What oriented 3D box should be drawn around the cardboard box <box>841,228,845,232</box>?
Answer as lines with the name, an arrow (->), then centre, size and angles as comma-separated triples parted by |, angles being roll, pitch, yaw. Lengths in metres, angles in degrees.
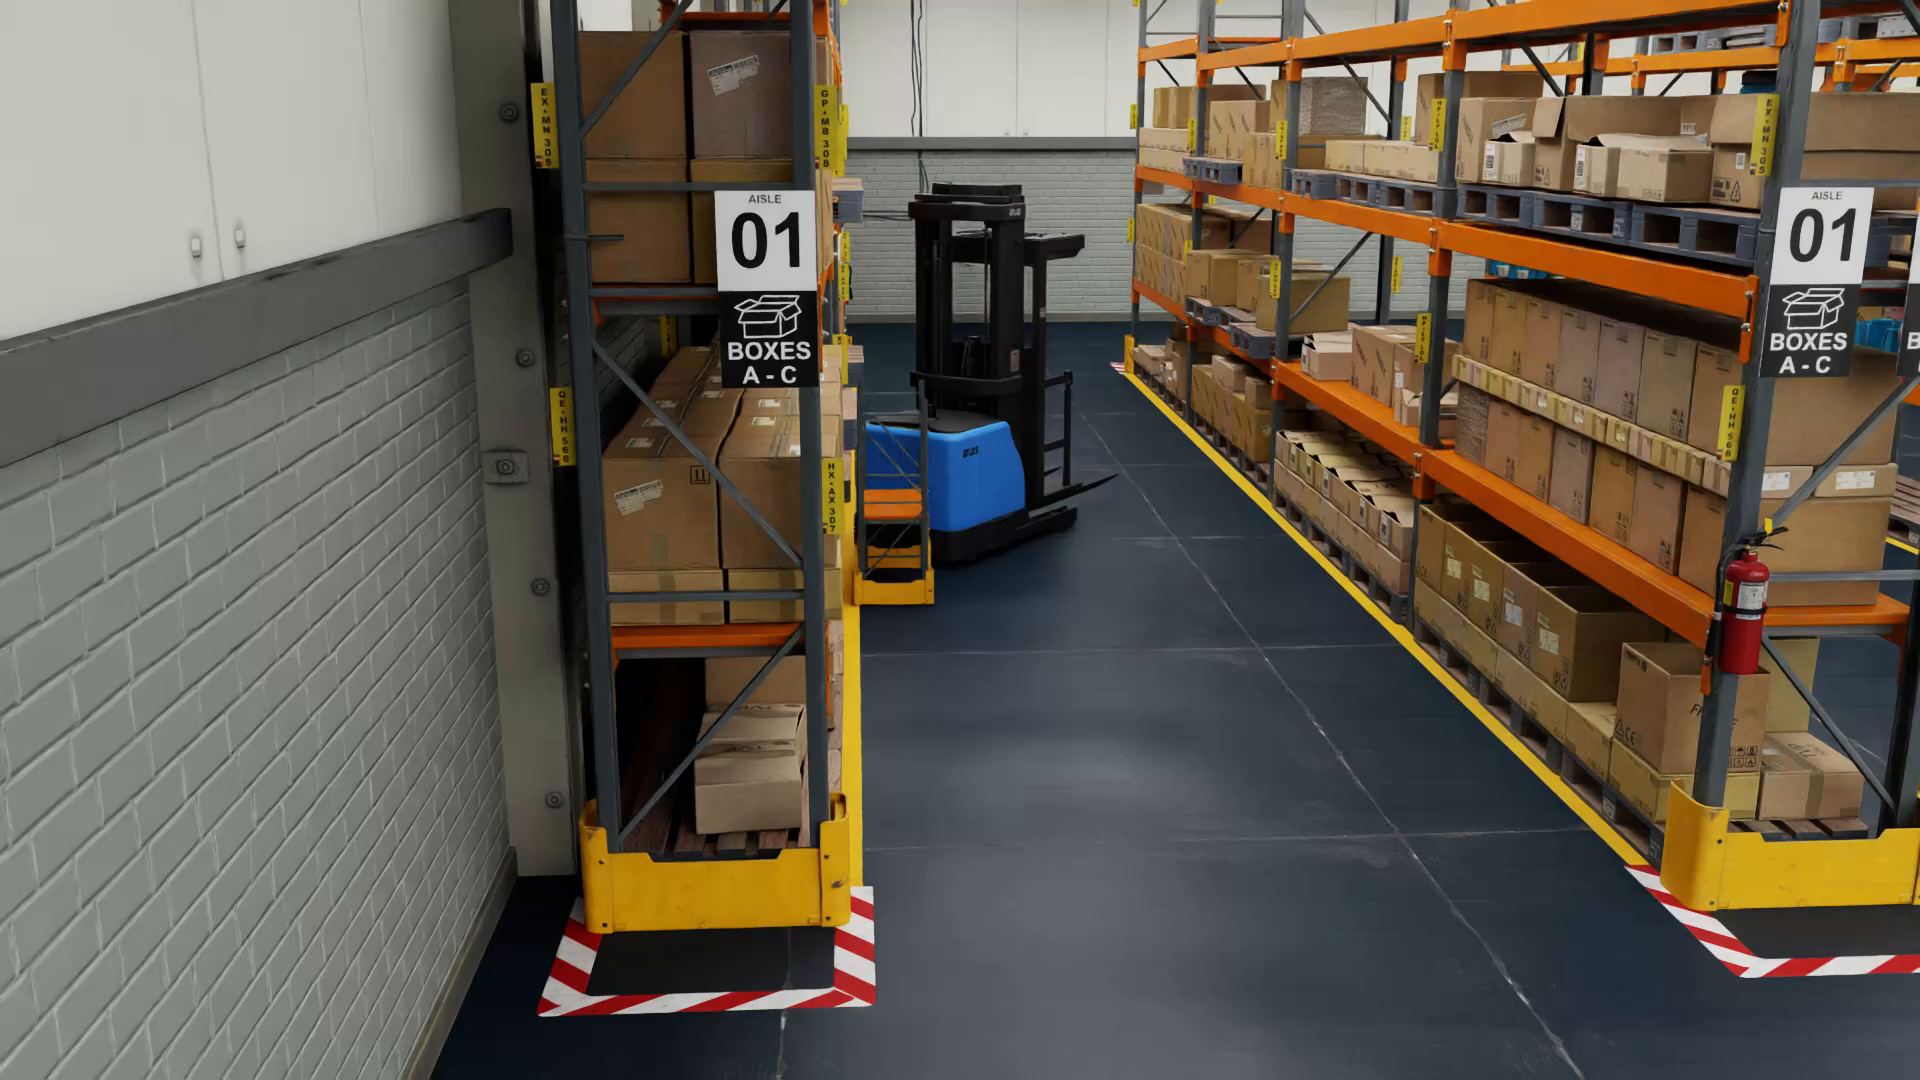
cardboard box -> -2.027, -3.753, 21.992 | 0.980, 0.700, 0.700 | 0, 14, -1

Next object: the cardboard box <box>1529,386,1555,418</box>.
cardboard box -> 3.526, -0.800, 9.614 | 0.380, 0.149, 0.250 | -1, 14, -5

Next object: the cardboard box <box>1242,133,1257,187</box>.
cardboard box -> 3.247, -3.688, 16.119 | 0.910, 0.500, 0.500 | -1, 14, -3

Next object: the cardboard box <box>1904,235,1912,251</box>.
cardboard box -> 12.592, -4.022, 21.838 | 0.500, 0.500, 0.500 | -1, 14, -5

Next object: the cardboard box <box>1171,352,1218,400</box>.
cardboard box -> 2.805, -1.957, 19.747 | 0.500, 0.500, 0.500 | -1, 14, -3

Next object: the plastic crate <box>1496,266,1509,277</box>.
plastic crate -> 7.443, -3.642, 22.569 | 0.250, 0.136, 0.298 | -1, 14, -3

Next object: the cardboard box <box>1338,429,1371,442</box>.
cardboard box -> 3.649, -0.839, 14.819 | 0.500, 0.311, 0.500 | -1, 14, -2

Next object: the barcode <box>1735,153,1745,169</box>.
barcode -> 3.367, -1.634, 7.174 | 0.001, 0.075, 0.075 | -1, 14, -3

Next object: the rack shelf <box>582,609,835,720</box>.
rack shelf -> -1.201, 0.095, 9.079 | 1.077, 0.370, 4.000 | -1, 14, -3

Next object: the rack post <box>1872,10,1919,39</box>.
rack post -> 8.355, -4.394, 12.643 | 1.013, 1.000, 3.121 | -1, 14, -3

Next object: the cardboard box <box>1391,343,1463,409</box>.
cardboard box -> 3.555, -1.198, 12.464 | 0.500, 0.500, 0.500 | 0, 14, 1

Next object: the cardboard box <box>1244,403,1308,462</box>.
cardboard box -> 3.079, -1.054, 16.237 | 0.500, 0.500, 0.500 | 0, 14, -1

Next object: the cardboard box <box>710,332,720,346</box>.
cardboard box -> -1.323, -1.139, 11.350 | 0.700, 0.500, 0.500 | -1, 14, -3

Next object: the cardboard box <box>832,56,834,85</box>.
cardboard box -> -0.979, -2.488, 9.410 | 0.500, 0.500, 0.500 | 0, 14, 0

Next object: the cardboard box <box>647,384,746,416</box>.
cardboard box -> -1.407, -0.549, 8.896 | 0.500, 0.500, 0.500 | -1, 14, -3

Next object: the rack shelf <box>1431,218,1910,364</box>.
rack shelf -> 3.743, -1.435, 9.007 | 1.077, 0.370, 4.000 | -1, 14, -3

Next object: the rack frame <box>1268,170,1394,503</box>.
rack frame -> 3.371, -1.823, 15.090 | 1.000, 3.000, 0.127 | -1, 14, -3

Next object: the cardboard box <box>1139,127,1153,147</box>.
cardboard box -> 2.647, -5.303, 21.893 | 0.500, 0.250, 0.500 | -1, 14, -3

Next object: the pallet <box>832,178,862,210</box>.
pallet -> -1.324, -2.525, 12.178 | 1.213, 0.211, 1.003 | -1, 14, -3

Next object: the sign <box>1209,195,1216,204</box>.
sign -> 3.431, -4.530, 22.653 | 0.100, 0.325, 0.005 | -1, 14, -3

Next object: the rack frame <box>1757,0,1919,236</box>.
rack frame -> 3.867, -2.738, 6.610 | 1.000, 3.000, 0.127 | -1, 14, -3

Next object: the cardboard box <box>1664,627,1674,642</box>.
cardboard box -> 3.979, 0.547, 9.052 | 0.500, 0.500, 0.500 | -1, 14, -3

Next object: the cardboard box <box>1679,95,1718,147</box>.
cardboard box -> 4.037, -2.023, 8.523 | 0.500, 0.500, 0.500 | -1, 14, -3

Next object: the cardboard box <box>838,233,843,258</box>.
cardboard box -> -1.536, -3.193, 18.074 | 0.500, 0.250, 0.500 | -1, 14, -2

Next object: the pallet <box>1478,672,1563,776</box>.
pallet -> 3.705, 1.025, 9.618 | 1.003, 0.211, 1.213 | -1, 14, -3

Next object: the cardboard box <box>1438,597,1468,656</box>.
cardboard box -> 3.371, 0.545, 10.564 | 0.500, 0.250, 0.500 | -1, 14, -3

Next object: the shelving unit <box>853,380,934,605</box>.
shelving unit -> -0.503, -0.385, 12.470 | 0.587, 1.500, 1.083 | -1, 13, -2

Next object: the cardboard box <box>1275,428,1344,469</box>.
cardboard box -> 3.110, -0.831, 14.787 | 0.500, 0.311, 0.500 | 0, 14, -2

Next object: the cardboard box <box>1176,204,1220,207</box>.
cardboard box -> 3.177, -4.238, 22.272 | 0.500, 0.500, 0.500 | -1, 14, -4

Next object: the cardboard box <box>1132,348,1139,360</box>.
cardboard box -> 2.558, -2.535, 22.698 | 0.380, 0.149, 0.250 | -1, 14, -3

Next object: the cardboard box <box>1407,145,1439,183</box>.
cardboard box -> 3.554, -2.701, 11.943 | 0.500, 0.250, 0.500 | -2, 15, -9

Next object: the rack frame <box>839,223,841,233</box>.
rack frame -> -1.821, -2.740, 18.656 | 1.000, 3.000, 0.127 | -1, 14, -3

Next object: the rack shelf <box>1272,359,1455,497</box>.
rack shelf -> 3.495, -0.977, 13.247 | 1.077, 0.370, 4.000 | -1, 14, -3

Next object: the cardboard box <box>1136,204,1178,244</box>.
cardboard box -> 2.640, -4.230, 22.241 | 0.500, 0.500, 0.500 | 0, 14, -2

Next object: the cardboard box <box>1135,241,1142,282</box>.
cardboard box -> 2.640, -3.746, 22.366 | 0.500, 0.500, 0.500 | -1, 14, -2

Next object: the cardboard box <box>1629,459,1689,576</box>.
cardboard box -> 3.813, -0.128, 8.304 | 0.700, 0.500, 0.500 | -1, 14, -2

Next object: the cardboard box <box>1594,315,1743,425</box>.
cardboard box -> 3.777, -0.895, 8.682 | 0.700, 0.500, 0.500 | -1, 14, -3

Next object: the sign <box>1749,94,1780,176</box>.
sign -> 3.324, -1.671, 6.864 | 0.100, 0.325, 0.005 | -1, 14, -3

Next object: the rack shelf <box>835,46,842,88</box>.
rack shelf -> -1.697, -4.606, 16.115 | 1.077, 0.370, 4.000 | -1, 14, -3

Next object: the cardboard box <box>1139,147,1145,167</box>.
cardboard box -> 2.654, -5.061, 21.956 | 0.500, 0.250, 0.500 | -1, 14, -3

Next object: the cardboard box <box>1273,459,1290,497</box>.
cardboard box -> 3.110, -0.560, 14.857 | 0.500, 0.250, 0.500 | -1, 14, -4

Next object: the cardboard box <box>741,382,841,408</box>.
cardboard box -> -0.897, -0.559, 8.935 | 0.500, 0.500, 0.500 | 0, 14, -2

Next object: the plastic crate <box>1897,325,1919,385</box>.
plastic crate -> 8.110, -1.523, 13.796 | 0.402, 0.464, 0.583 | -1, 14, -3

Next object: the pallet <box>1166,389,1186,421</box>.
pallet -> 3.082, -1.638, 19.968 | 1.003, 0.211, 1.213 | -1, 14, -3

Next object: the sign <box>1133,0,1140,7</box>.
sign -> 2.334, -7.200, 21.917 | 0.100, 0.325, 0.005 | -1, 14, -3

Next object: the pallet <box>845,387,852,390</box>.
pallet -> -1.868, -1.884, 20.925 | 1.003, 0.211, 1.213 | -1, 14, -3

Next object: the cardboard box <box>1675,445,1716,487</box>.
cardboard box -> 3.635, -0.353, 7.875 | 0.380, 0.149, 0.250 | -1, 14, -2

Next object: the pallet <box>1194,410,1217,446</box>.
pallet -> 3.211, -1.265, 18.520 | 1.003, 0.211, 1.213 | -1, 14, -3

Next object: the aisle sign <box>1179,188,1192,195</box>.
aisle sign -> 3.177, -5.093, 22.583 | 0.394, 0.787, 0.004 | -1, 14, -3

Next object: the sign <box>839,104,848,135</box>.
sign -> -1.280, -4.606, 18.220 | 0.100, 0.325, 0.005 | -1, 14, -3

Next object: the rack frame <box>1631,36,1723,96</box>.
rack frame -> 8.067, -5.798, 18.503 | 1.000, 3.000, 0.127 | -1, 14, -3

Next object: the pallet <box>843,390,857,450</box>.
pallet -> -1.227, -0.850, 11.694 | 1.003, 0.211, 1.213 | -1, 14, -3

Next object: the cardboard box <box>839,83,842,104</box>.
cardboard box -> -1.585, -4.917, 18.848 | 0.500, 0.500, 0.500 | -1, 14, -4

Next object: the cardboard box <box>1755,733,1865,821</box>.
cardboard box -> 4.056, 1.158, 8.179 | 0.500, 0.250, 0.500 | -1, 14, -3

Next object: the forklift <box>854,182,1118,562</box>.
forklift -> 0.365, -1.557, 14.196 | 1.130, 2.935, 3.031 | 9, 17, 32
